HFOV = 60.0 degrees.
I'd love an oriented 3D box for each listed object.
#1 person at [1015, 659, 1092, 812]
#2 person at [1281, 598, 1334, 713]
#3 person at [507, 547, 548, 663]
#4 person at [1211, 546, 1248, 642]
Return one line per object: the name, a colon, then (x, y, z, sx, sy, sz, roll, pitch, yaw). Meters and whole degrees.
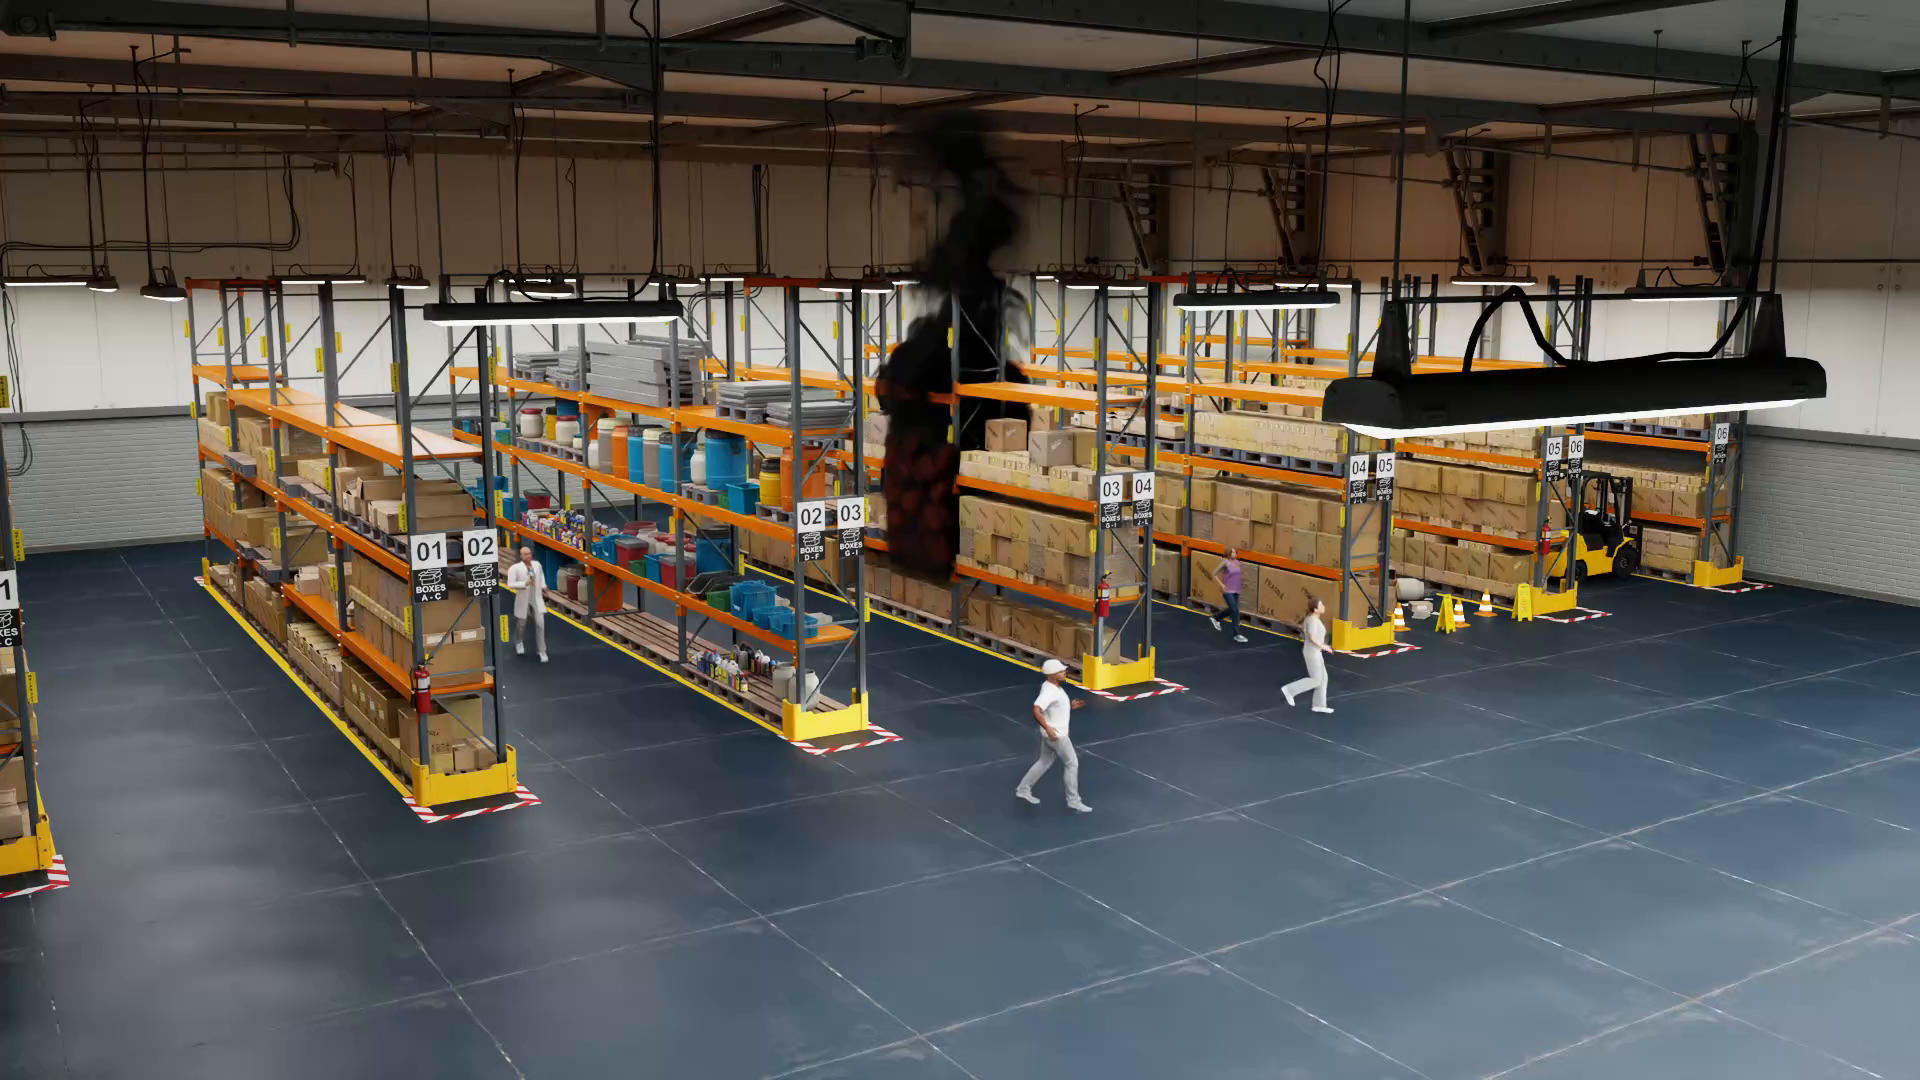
person: (1.087, 2.253, 19.190, 0.880, 1.797, 0.686, -1, 10, -6)
person: (4.923, 1.625, 23.487, 0.757, 1.656, 0.573, 1, 10, 5)
person: (-6.903, 1.031, 26.593, 0.692, 1.687, 1.004, -6, 11, -33)
person: (4.527, 0.886, 27.959, 0.545, 1.561, 0.864, -8, 12, -40)
